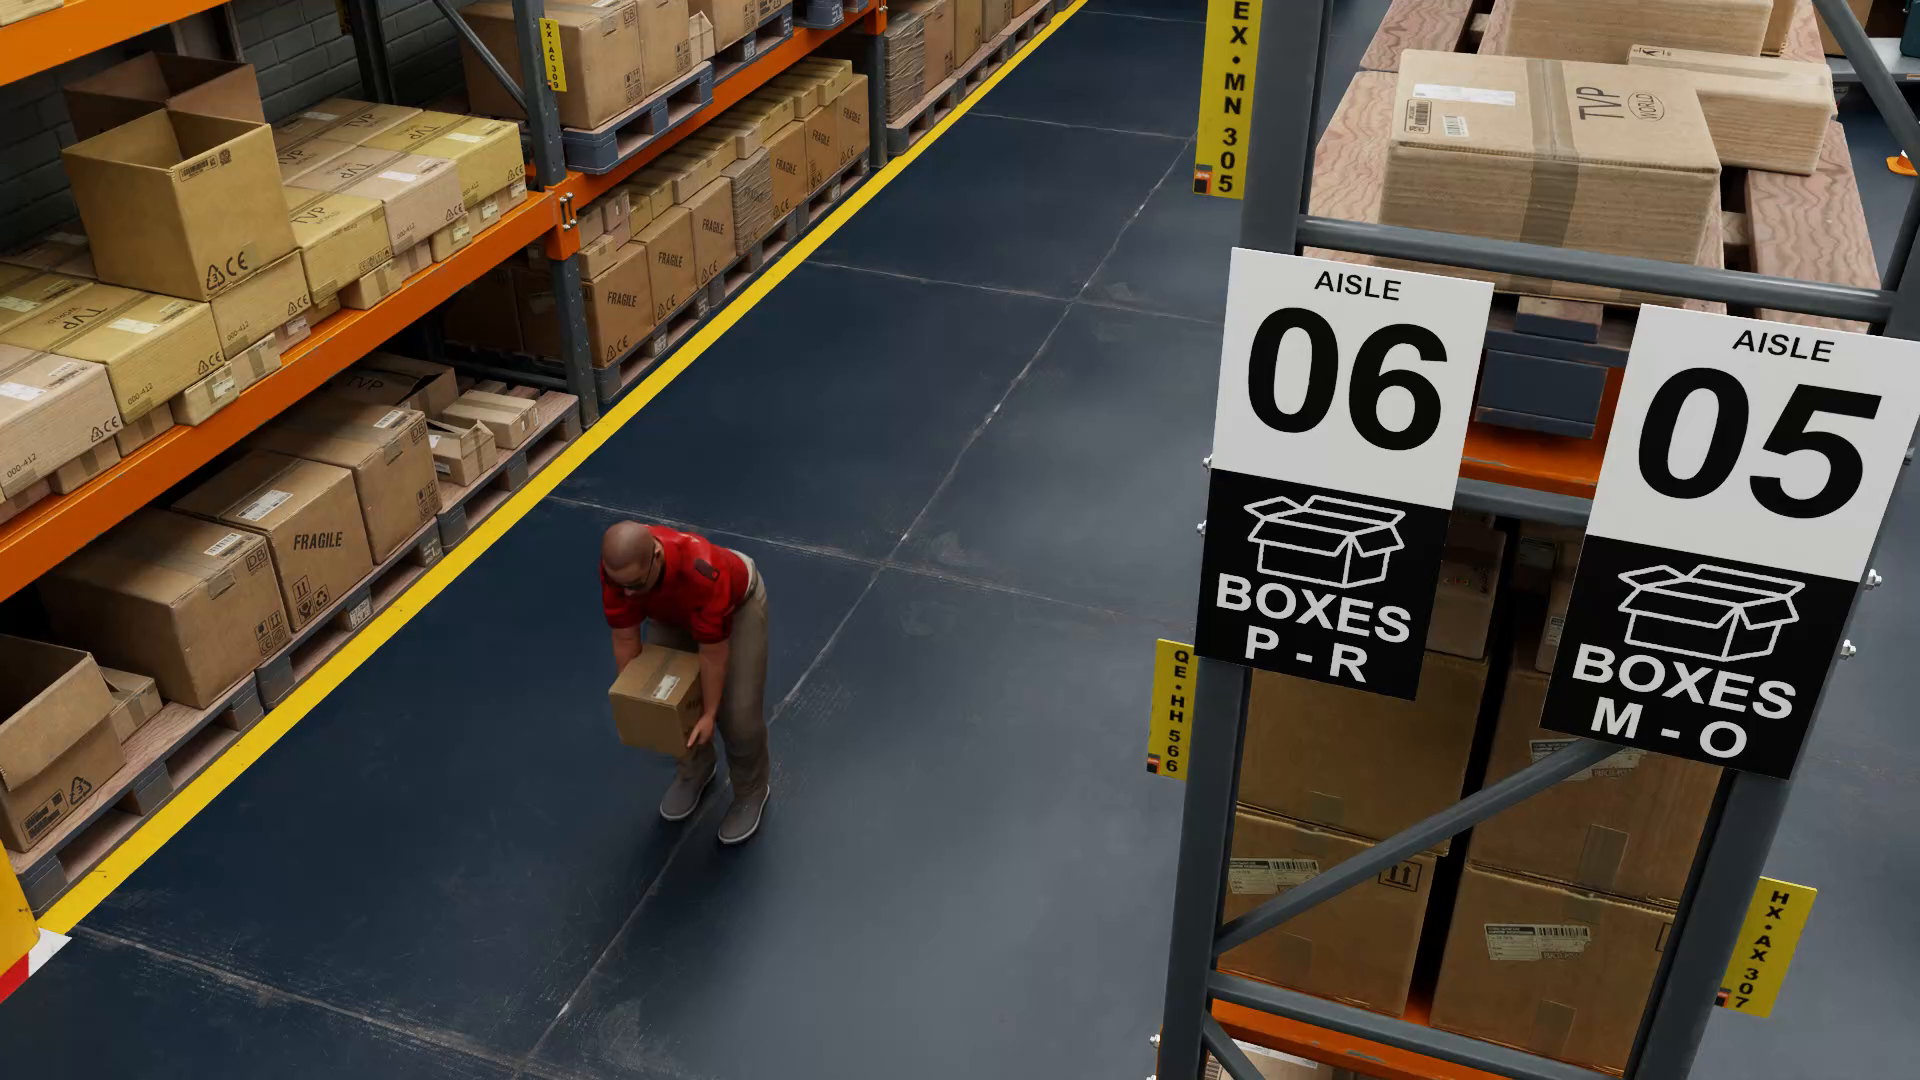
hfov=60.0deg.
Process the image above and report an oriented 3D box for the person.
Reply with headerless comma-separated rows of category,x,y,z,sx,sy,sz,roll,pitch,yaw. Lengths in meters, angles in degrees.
person,-0.936,0.436,5.693,0.477,1.509,0.779,10,34,16
